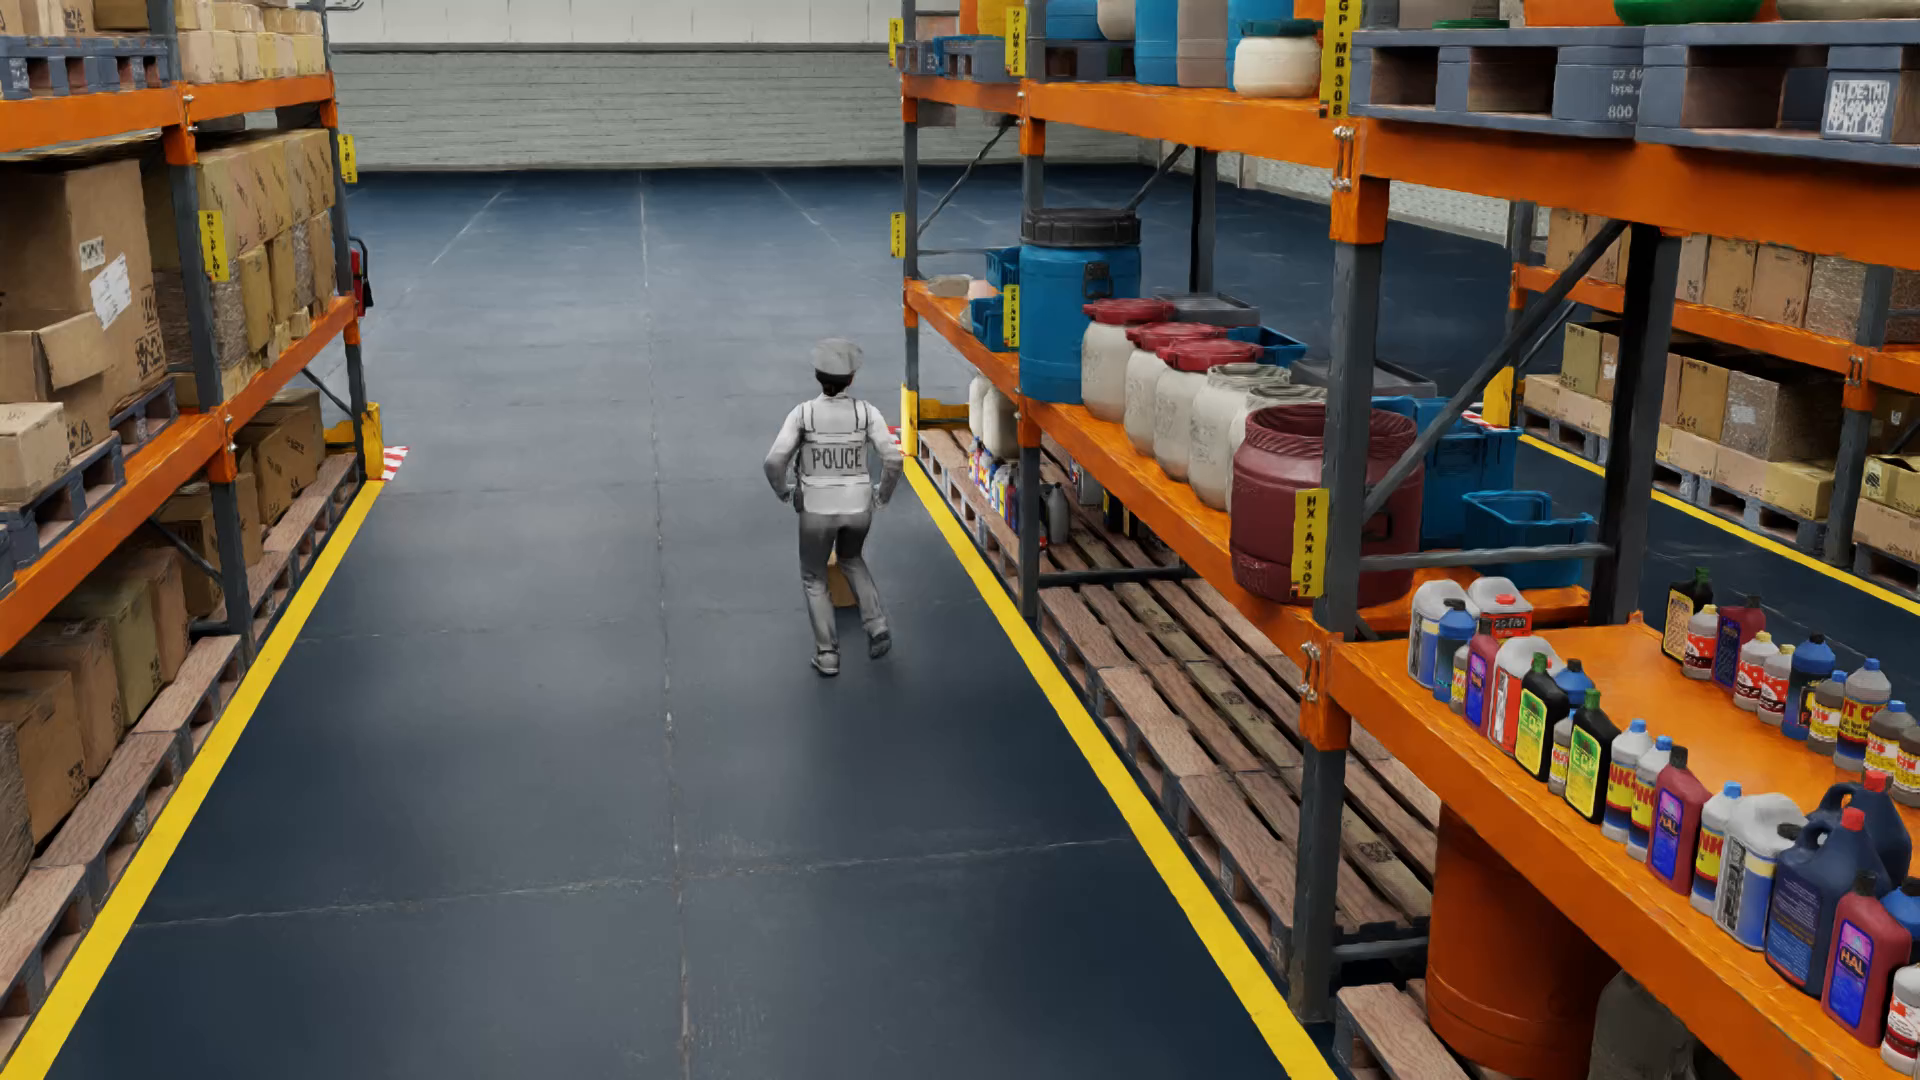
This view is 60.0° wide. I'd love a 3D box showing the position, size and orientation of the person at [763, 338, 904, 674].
[{"bbox_3d":[-0.639,-0.157,8.081,0.657,1.666,0.471,-6,18,-20],"label":"person"}]
